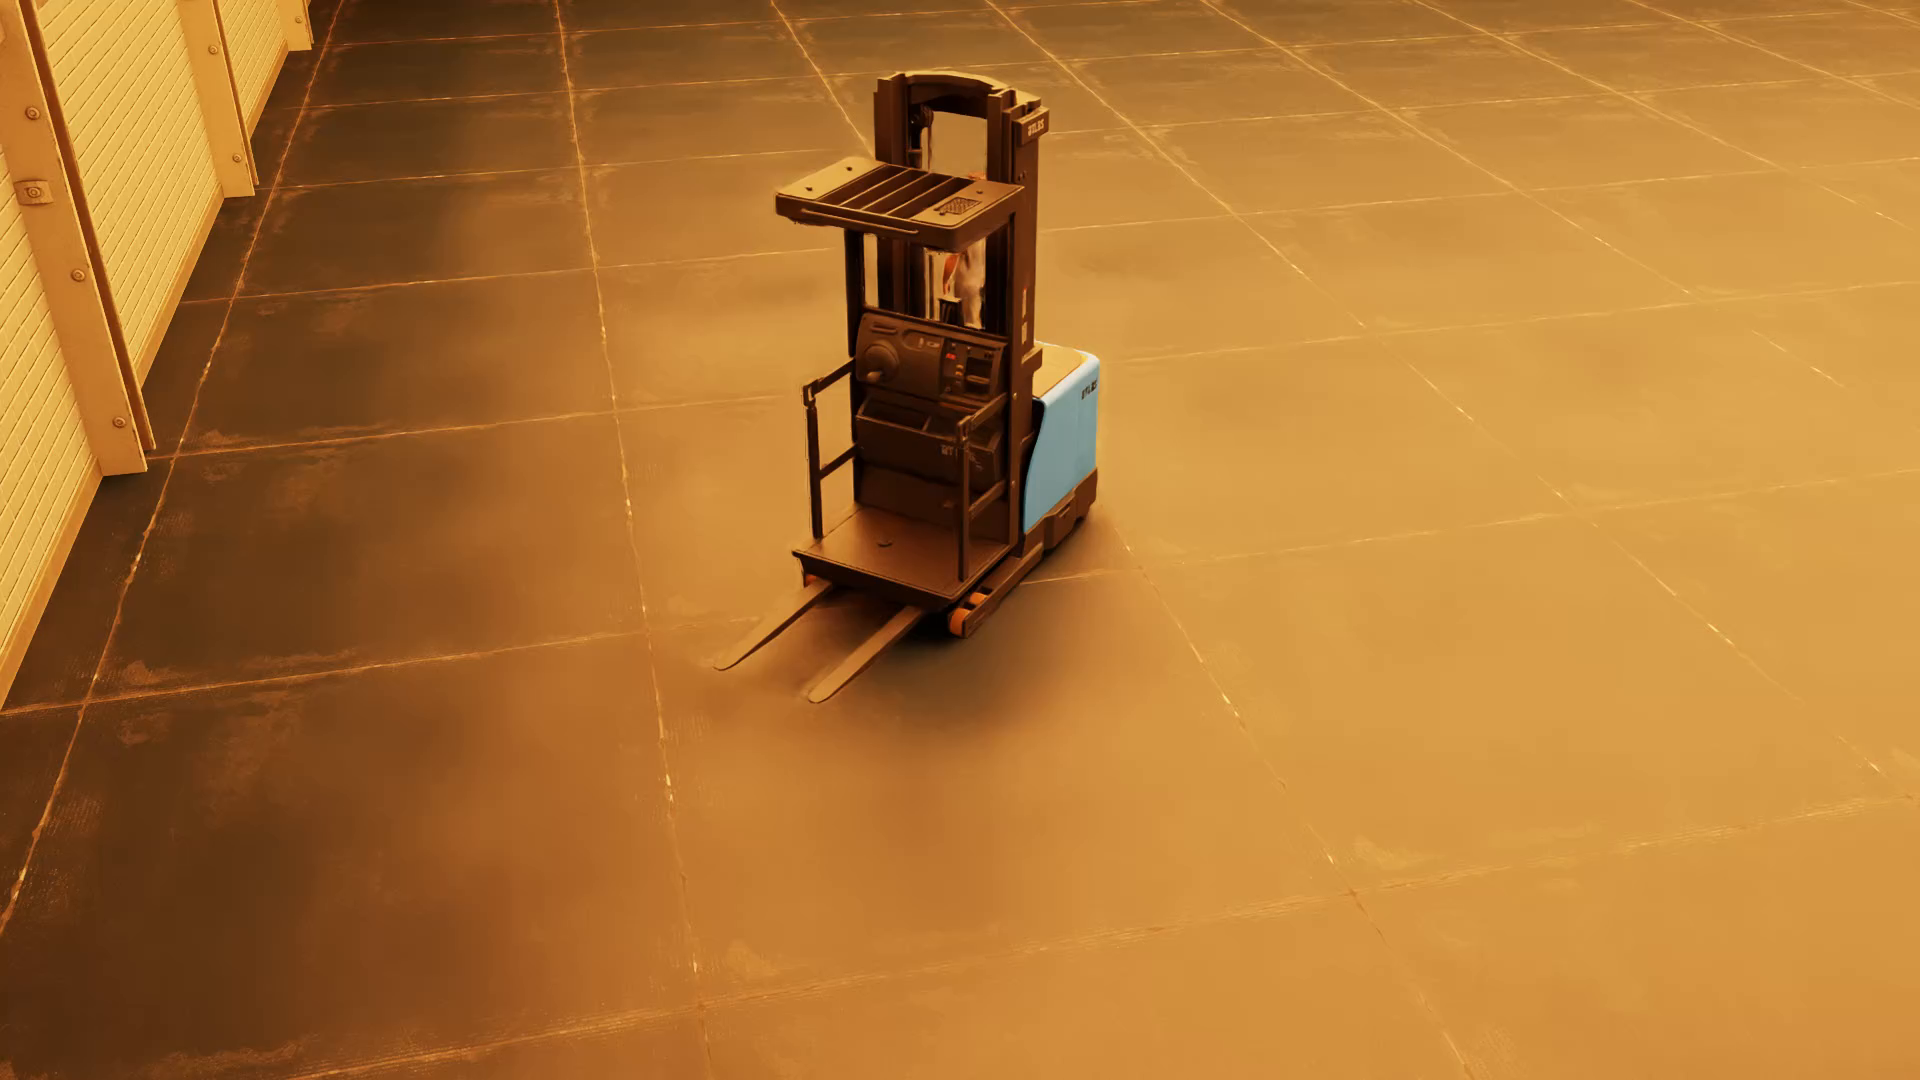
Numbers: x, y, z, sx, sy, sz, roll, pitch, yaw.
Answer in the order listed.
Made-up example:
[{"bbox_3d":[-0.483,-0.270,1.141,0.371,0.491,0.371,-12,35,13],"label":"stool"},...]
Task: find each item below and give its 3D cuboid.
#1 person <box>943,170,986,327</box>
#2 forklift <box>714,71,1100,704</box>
[{"bbox_3d":[0.108,-1.899,12.109,0.557,1.668,0.543,-14,33,-22],"label":"person"},{"bbox_3d":[-0.281,-0.972,9.254,1.130,2.935,3.031,16,34,25],"label":"forklift"}]
